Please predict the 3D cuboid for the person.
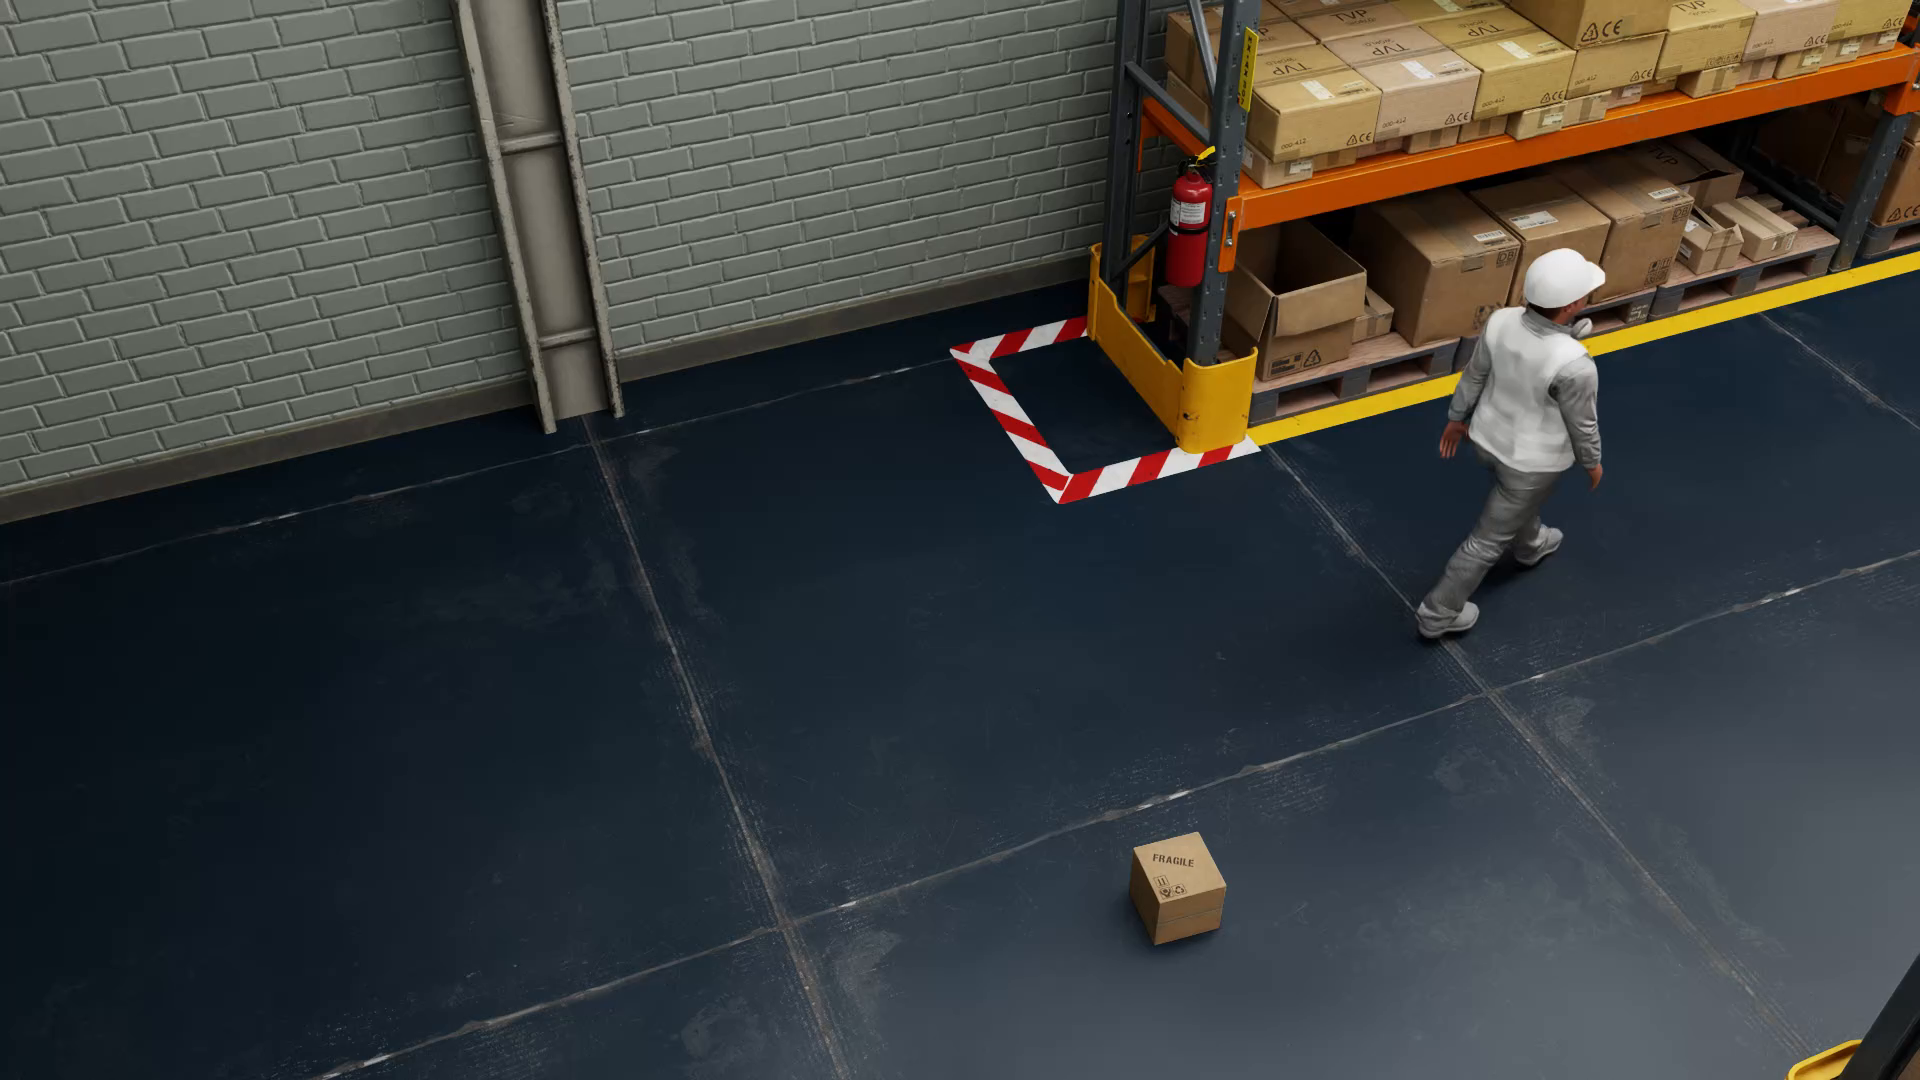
[{"bbox_3d":[2.311,-0.416,6.585,0.965,1.723,0.569,-17,44,-19],"label":"person"}]
